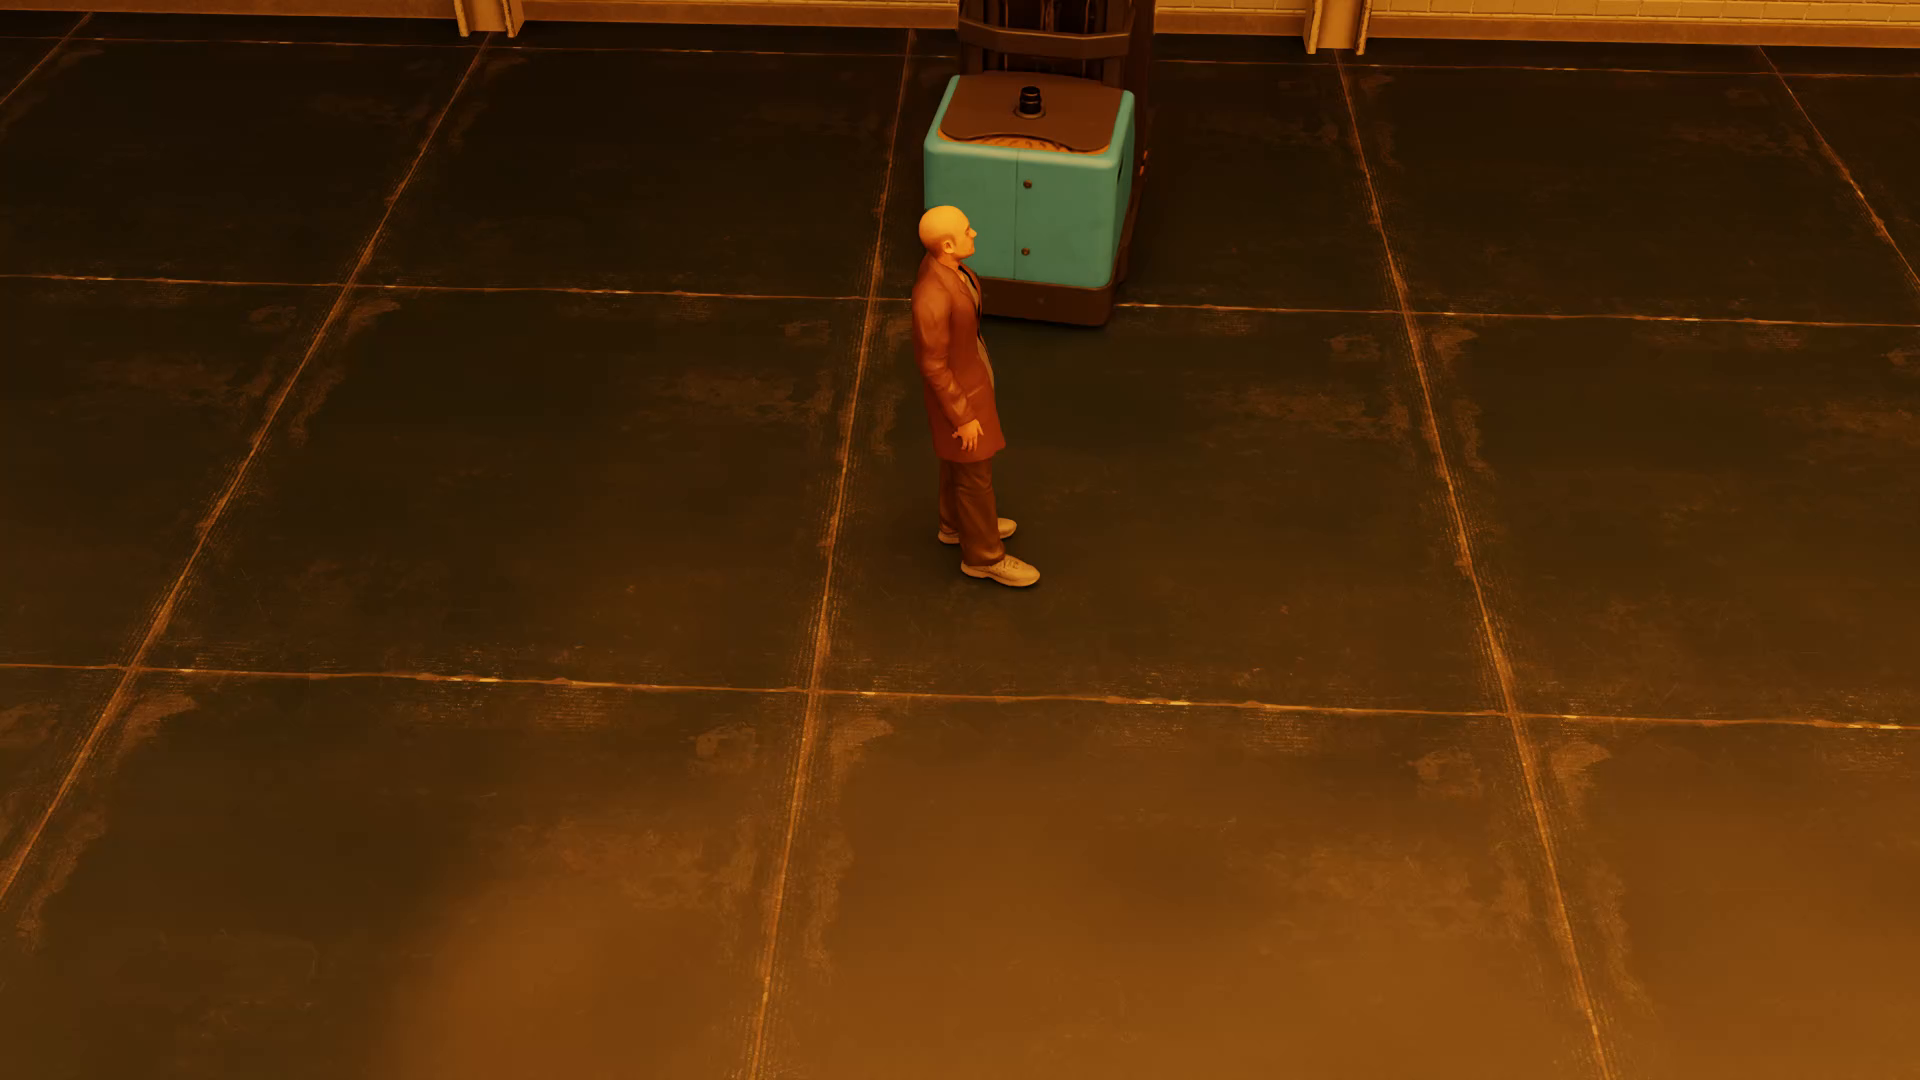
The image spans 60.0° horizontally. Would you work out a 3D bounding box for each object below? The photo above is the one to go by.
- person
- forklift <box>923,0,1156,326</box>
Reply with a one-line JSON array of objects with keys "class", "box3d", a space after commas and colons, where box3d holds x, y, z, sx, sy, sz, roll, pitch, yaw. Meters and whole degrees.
[{"class": "person", "box3d": [0.090, -0.656, 7.306, 0.582, 1.775, 0.694, 2, 42, 2]}, {"class": "forklift", "box3d": [0.582, -3.255, 9.308, 1.130, 2.935, 3.031, 7, 43, 8]}]
